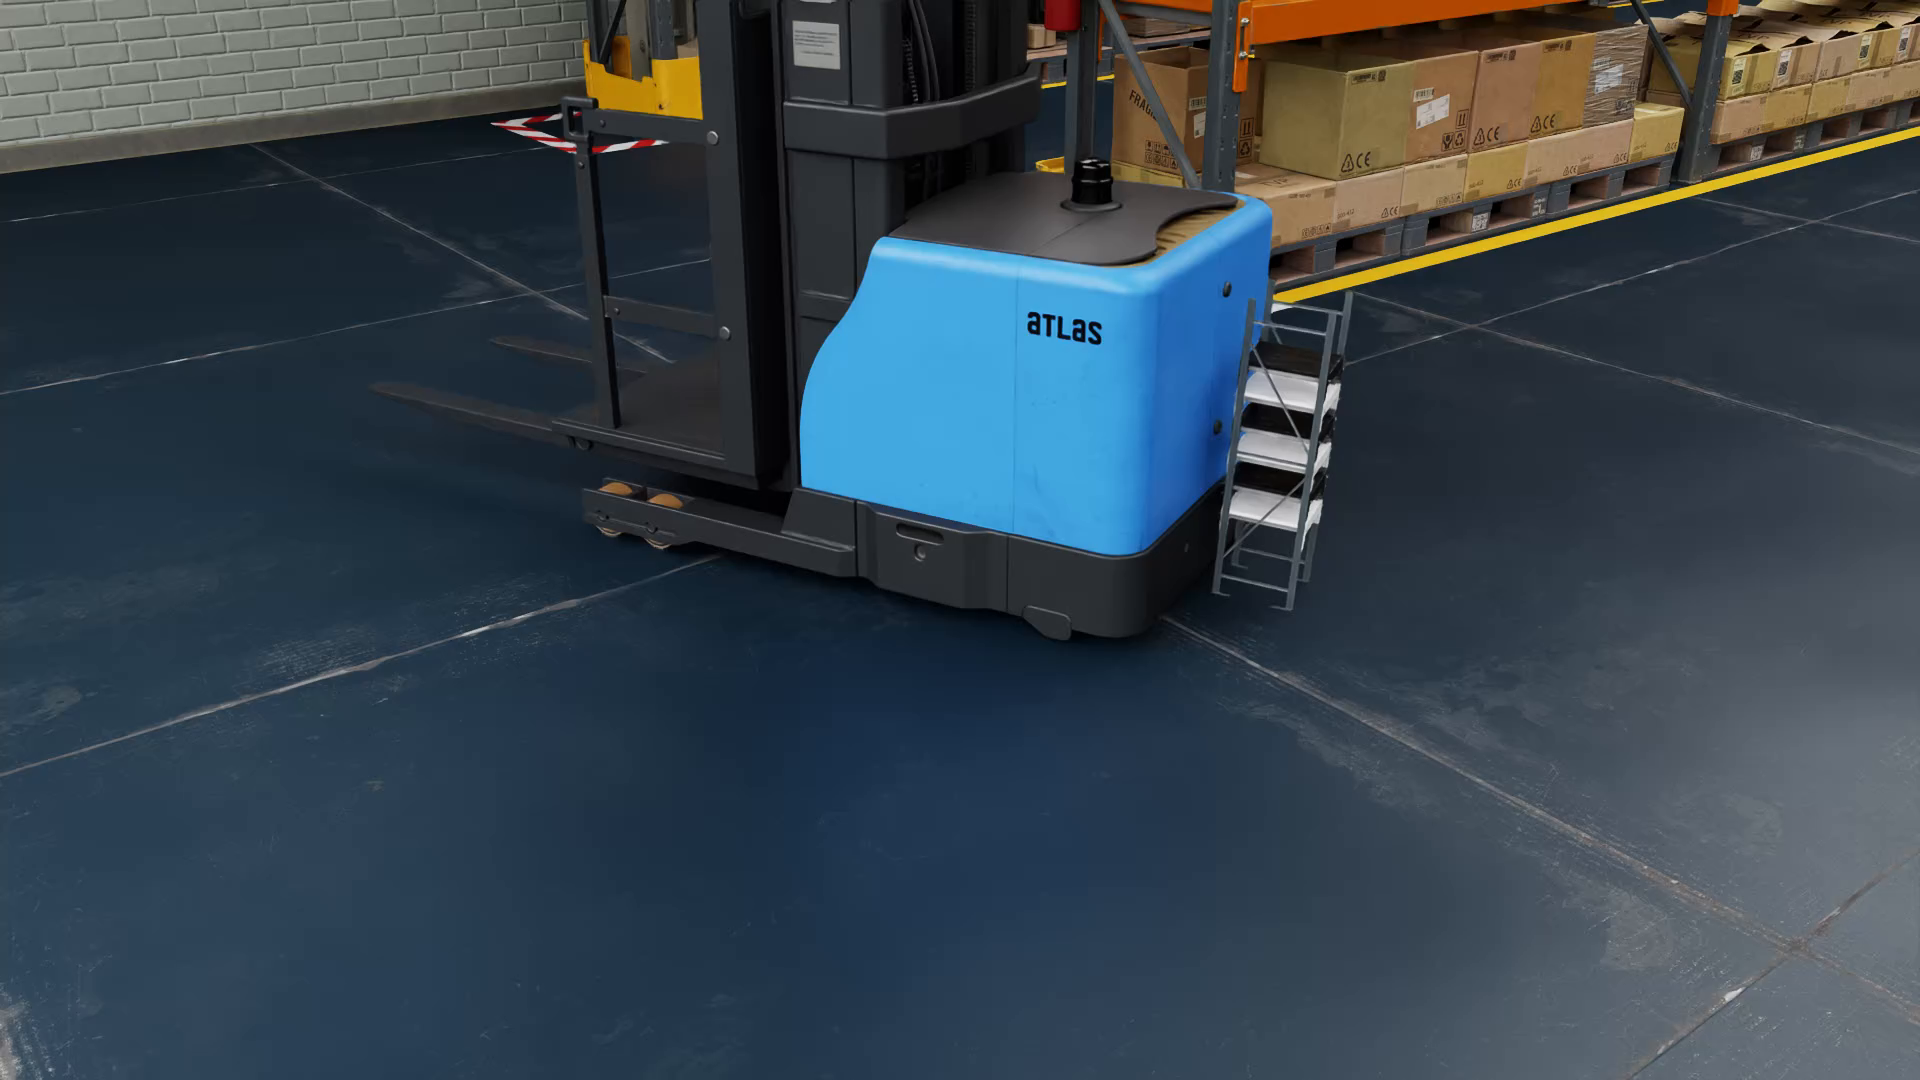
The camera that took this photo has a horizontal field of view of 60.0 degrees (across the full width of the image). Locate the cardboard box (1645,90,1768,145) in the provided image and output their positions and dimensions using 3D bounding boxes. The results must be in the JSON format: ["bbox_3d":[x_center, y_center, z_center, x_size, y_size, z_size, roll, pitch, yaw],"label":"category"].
[{"bbox_3d":[4.469,-2.573,9.997,0.500,0.250,0.500,-19,31,-35],"label":"cardboard box"}]

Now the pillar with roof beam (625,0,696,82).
[{"bbox_3d":[0.465,-5.971,7.426,0.400,9.000,9.100,-18,31,-34],"label":"pillar with roof beam"}]

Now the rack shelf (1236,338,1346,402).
[{"bbox_3d":[0.922,-0.475,4.628,0.258,0.077,0.200,13,28,21],"label":"rack shelf"}]

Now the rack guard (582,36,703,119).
[{"bbox_3d":[-2.149,-3.093,11.322,0.348,0.500,1.175,-18,31,-34],"label":"rack guard"}]

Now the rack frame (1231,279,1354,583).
[{"bbox_3d":[0.953,-0.302,4.815,0.240,0.900,0.006,13,28,21],"label":"rack frame"}]

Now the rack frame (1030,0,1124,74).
[{"bbox_3d":[0.939,-5.247,12.992,0.127,3.000,1.000,-18,31,-34],"label":"rack frame"}]

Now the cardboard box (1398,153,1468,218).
[{"bbox_3d":[2.195,-1.837,8.413,0.500,0.250,0.500,-18,31,-34],"label":"cardboard box"}]

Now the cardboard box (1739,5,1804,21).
[{"bbox_3d":[5.338,-3.400,11.114,0.500,0.311,0.500,-19,31,-35],"label":"cardboard box"}]

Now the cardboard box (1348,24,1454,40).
[{"bbox_3d":[2.261,-2.483,8.913,0.500,0.500,0.500,-18,31,-34],"label":"cardboard box"}]

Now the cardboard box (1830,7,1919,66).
[{"bbox_3d":[6.082,-3.358,11.024,0.500,0.311,0.500,-18,31,-34],"label":"cardboard box"}]

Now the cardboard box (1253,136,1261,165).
[{"bbox_3d":[1.477,-1.882,8.509,0.500,0.250,0.500,-18,31,-34],"label":"cardboard box"}]

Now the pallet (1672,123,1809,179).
[{"bbox_3d":[4.554,-2.546,10.485,1.213,0.211,1.003,-18,31,-34],"label":"pallet"}]

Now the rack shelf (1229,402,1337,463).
[{"bbox_3d":[0.914,-0.313,4.706,0.258,0.077,0.200,13,28,21],"label":"rack shelf"}]

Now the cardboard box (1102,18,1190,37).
[{"bbox_3d":[1.508,-4.509,13.849,0.500,0.500,0.700,-17,30,-32],"label":"cardboard box"}]

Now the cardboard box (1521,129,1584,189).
[{"bbox_3d":[2.985,-2.096,8.970,0.500,0.250,0.500,-18,31,-34],"label":"cardboard box"}]

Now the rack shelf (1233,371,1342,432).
[{"bbox_3d":[0.918,-0.394,4.667,0.258,0.077,0.200,13,28,21],"label":"rack shelf"}]

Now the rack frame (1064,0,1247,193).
[{"bbox_3d":[0.851,-2.567,7.219,0.127,3.000,1.000,-18,31,-34],"label":"rack frame"}]

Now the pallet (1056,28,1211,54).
[{"bbox_3d":[1.551,-4.184,14.016,1.213,0.211,1.003,-18,31,-34],"label":"pallet"}]

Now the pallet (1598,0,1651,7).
[{"bbox_3d":[6.674,-5.834,17.571,1.213,0.211,1.003,-18,31,-34],"label":"pallet"}]

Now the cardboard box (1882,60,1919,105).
[{"bbox_3d":[6.082,-3.107,11.148,0.500,0.250,0.500,-17,30,-33],"label":"cardboard box"}]

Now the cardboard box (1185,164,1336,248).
[{"bbox_3d":[1.410,-1.576,7.851,0.500,0.250,0.500,-18,31,-34],"label":"cardboard box"}]

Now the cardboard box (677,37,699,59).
[{"bbox_3d":[-1.609,-3.337,11.549,0.500,0.311,0.500,-23,33,-40],"label":"cardboard box"}]

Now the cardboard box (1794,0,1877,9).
[{"bbox_3d":[6.145,-3.665,11.686,0.500,0.311,0.500,-19,31,-35],"label":"cardboard box"}]

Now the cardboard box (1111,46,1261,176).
[{"bbox_3d":[1.089,-2.089,8.064,0.500,0.500,0.500,-18,31,-34],"label":"cardboard box"}]

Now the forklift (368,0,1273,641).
[{"bbox_3d":[-0.612,-1.483,4.964,3.031,2.935,1.130,13,28,26],"label":"forklift"}]

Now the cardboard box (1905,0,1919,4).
[{"bbox_3d":[6.886,-3.626,11.600,0.500,0.311,0.500,-17,30,-33],"label":"cardboard box"}]

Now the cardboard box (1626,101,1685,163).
[{"bbox_3d":[3.768,-2.357,9.533,0.500,0.250,0.500,-18,31,-34],"label":"cardboard box"}]

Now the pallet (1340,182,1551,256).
[{"bbox_3d":[2.386,-1.830,8.943,1.213,0.211,1.003,-18,31,-34],"label":"pallet"}]

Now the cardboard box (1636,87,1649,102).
[{"bbox_3d":[4.146,-2.754,10.387,0.500,0.250,0.500,-19,31,-35],"label":"cardboard box"}]

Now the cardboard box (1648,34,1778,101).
[{"bbox_3d":[4.477,-2.829,9.884,0.500,0.311,0.500,-18,30,-34],"label":"cardboard box"}]

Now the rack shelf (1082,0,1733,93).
[{"bbox_3d":[2.425,-2.761,8.490,4.000,0.370,1.077,-18,31,-34],"label":"rack shelf"}]

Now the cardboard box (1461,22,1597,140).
[{"bbox_3d":[2.977,-2.440,8.821,0.500,0.500,0.500,-18,31,-34],"label":"cardboard box"}]

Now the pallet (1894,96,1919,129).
[{"bbox_3d":[6.474,-3.180,11.851,1.213,0.211,1.003,-18,31,-34],"label":"pallet"}]

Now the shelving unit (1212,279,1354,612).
[{"bbox_3d":[0.912,-0.263,4.731,0.258,0.900,0.210,13,28,21],"label":"shelving unit"}]

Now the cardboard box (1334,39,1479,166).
[{"bbox_3d":[2.188,-2.181,8.263,0.500,0.500,0.500,-18,31,-34],"label":"cardboard box"}]

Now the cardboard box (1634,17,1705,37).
[{"bbox_3d":[4.546,-3.142,10.557,0.500,0.311,0.500,-17,30,-33],"label":"cardboard box"}]

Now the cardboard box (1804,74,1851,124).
[{"bbox_3d":[5.278,-2.840,10.574,0.500,0.250,0.500,-19,31,-36],"label":"cardboard box"}]

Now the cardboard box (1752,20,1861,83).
[{"bbox_3d":[5.281,-3.092,10.451,0.500,0.311,0.500,-19,31,-36],"label":"cardboard box"}]

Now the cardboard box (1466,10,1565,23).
[{"bbox_3d":[3.052,-2.741,9.469,0.500,0.500,0.500,-18,31,-34],"label":"cardboard box"}]
